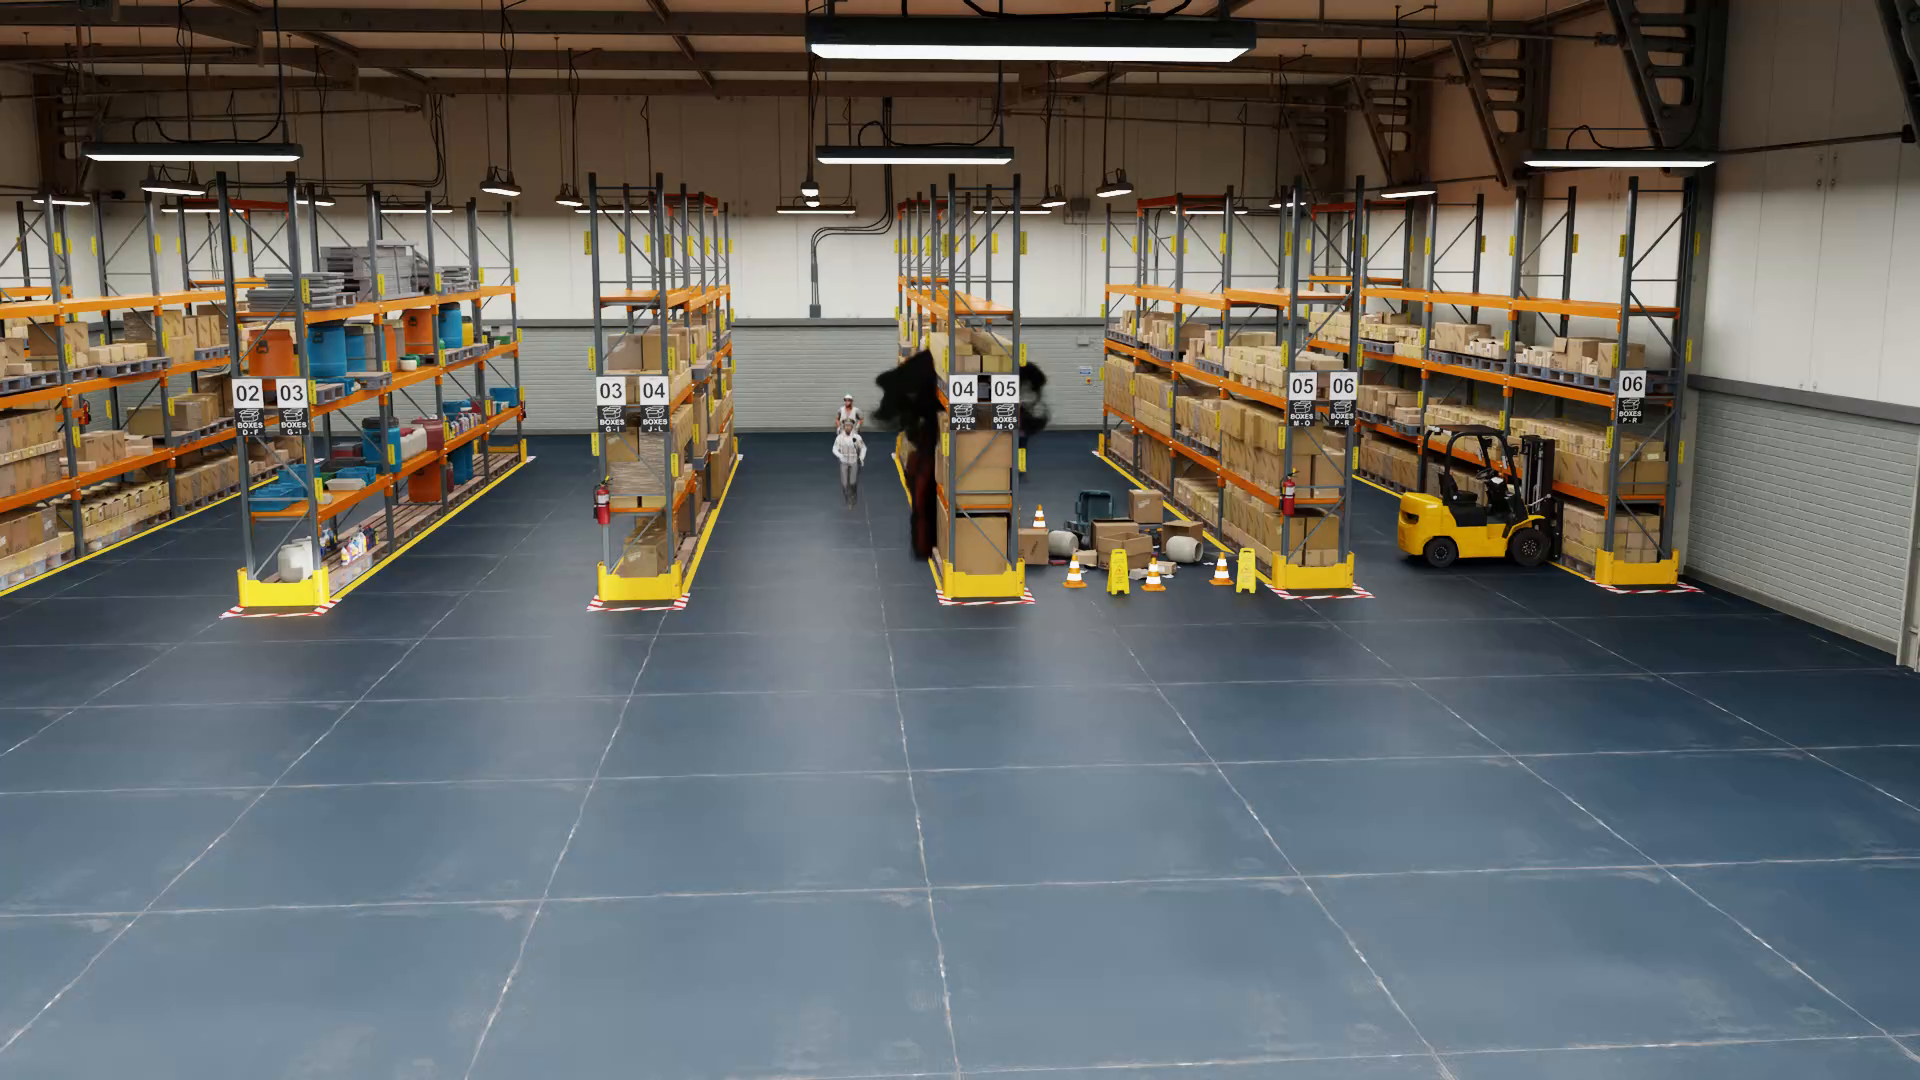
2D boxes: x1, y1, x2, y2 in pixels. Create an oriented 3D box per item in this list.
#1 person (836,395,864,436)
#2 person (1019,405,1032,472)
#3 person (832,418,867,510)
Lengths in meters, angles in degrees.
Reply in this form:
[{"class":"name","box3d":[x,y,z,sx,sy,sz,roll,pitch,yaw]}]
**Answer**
[{"class":"person","box3d":[-2.459,-2.352,36.994,0.638,1.749,0.608,0,10,0]},{"class":"person","box3d":[1.348,-2.209,36.925,0.568,1.547,0.912,-1,10,-8]},{"class":"person","box3d":[-2.009,-1.378,30.127,0.612,1.664,0.498,0,10,1]}]
